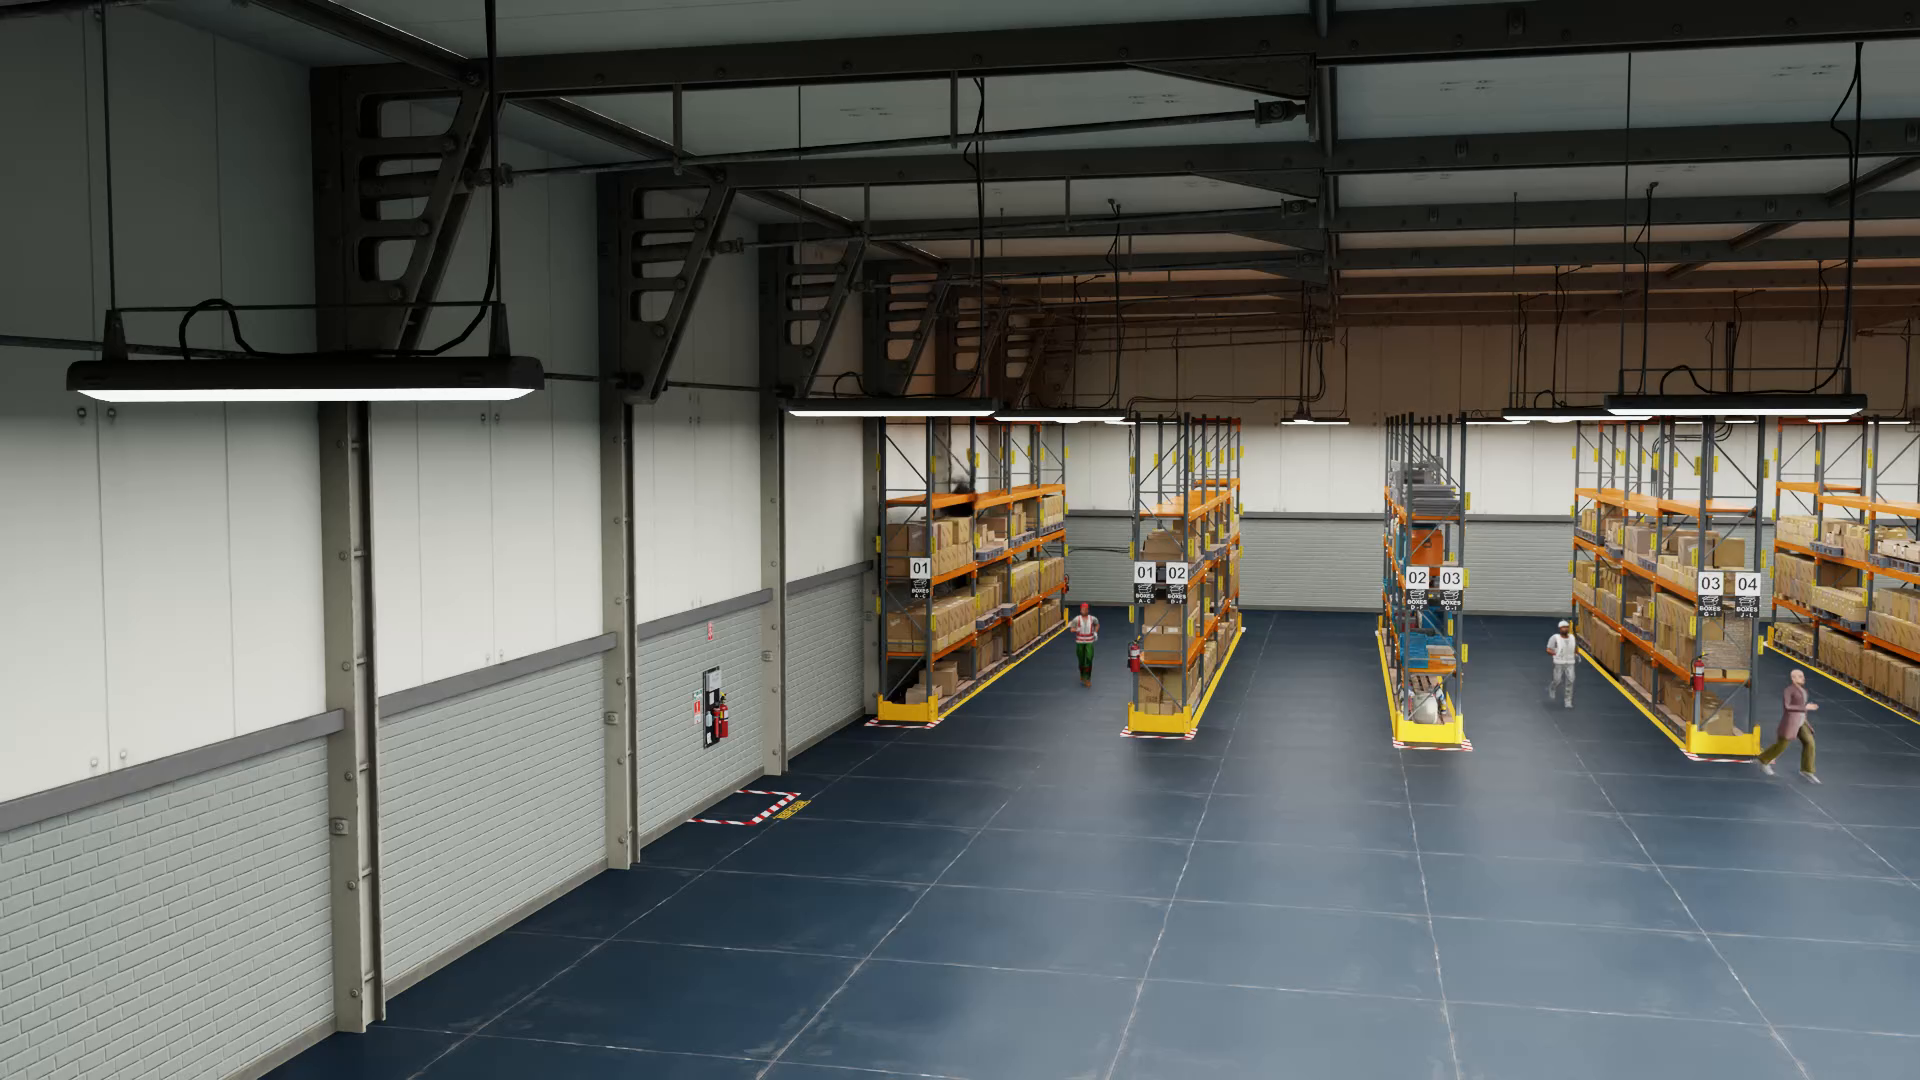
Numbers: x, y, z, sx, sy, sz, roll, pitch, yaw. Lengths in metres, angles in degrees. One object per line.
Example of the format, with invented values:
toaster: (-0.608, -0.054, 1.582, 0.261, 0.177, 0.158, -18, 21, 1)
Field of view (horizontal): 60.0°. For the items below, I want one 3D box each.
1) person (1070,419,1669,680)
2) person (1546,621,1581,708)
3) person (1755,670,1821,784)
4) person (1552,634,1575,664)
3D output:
person: (9.459, 0.096, 38.541, 13.685, 5.773, 5.317, 0, 4, 5)
person: (12.396, 2.537, 34.153, 0.697, 1.755, 0.857, 0, 4, -1)
person: (13.510, 3.004, 27.057, 0.683, 1.831, 0.996, -2, 5, -31)
person: (18.397, 3.122, 26.159, 8.367, 1.663, 18.818, -1, 4, -14)
